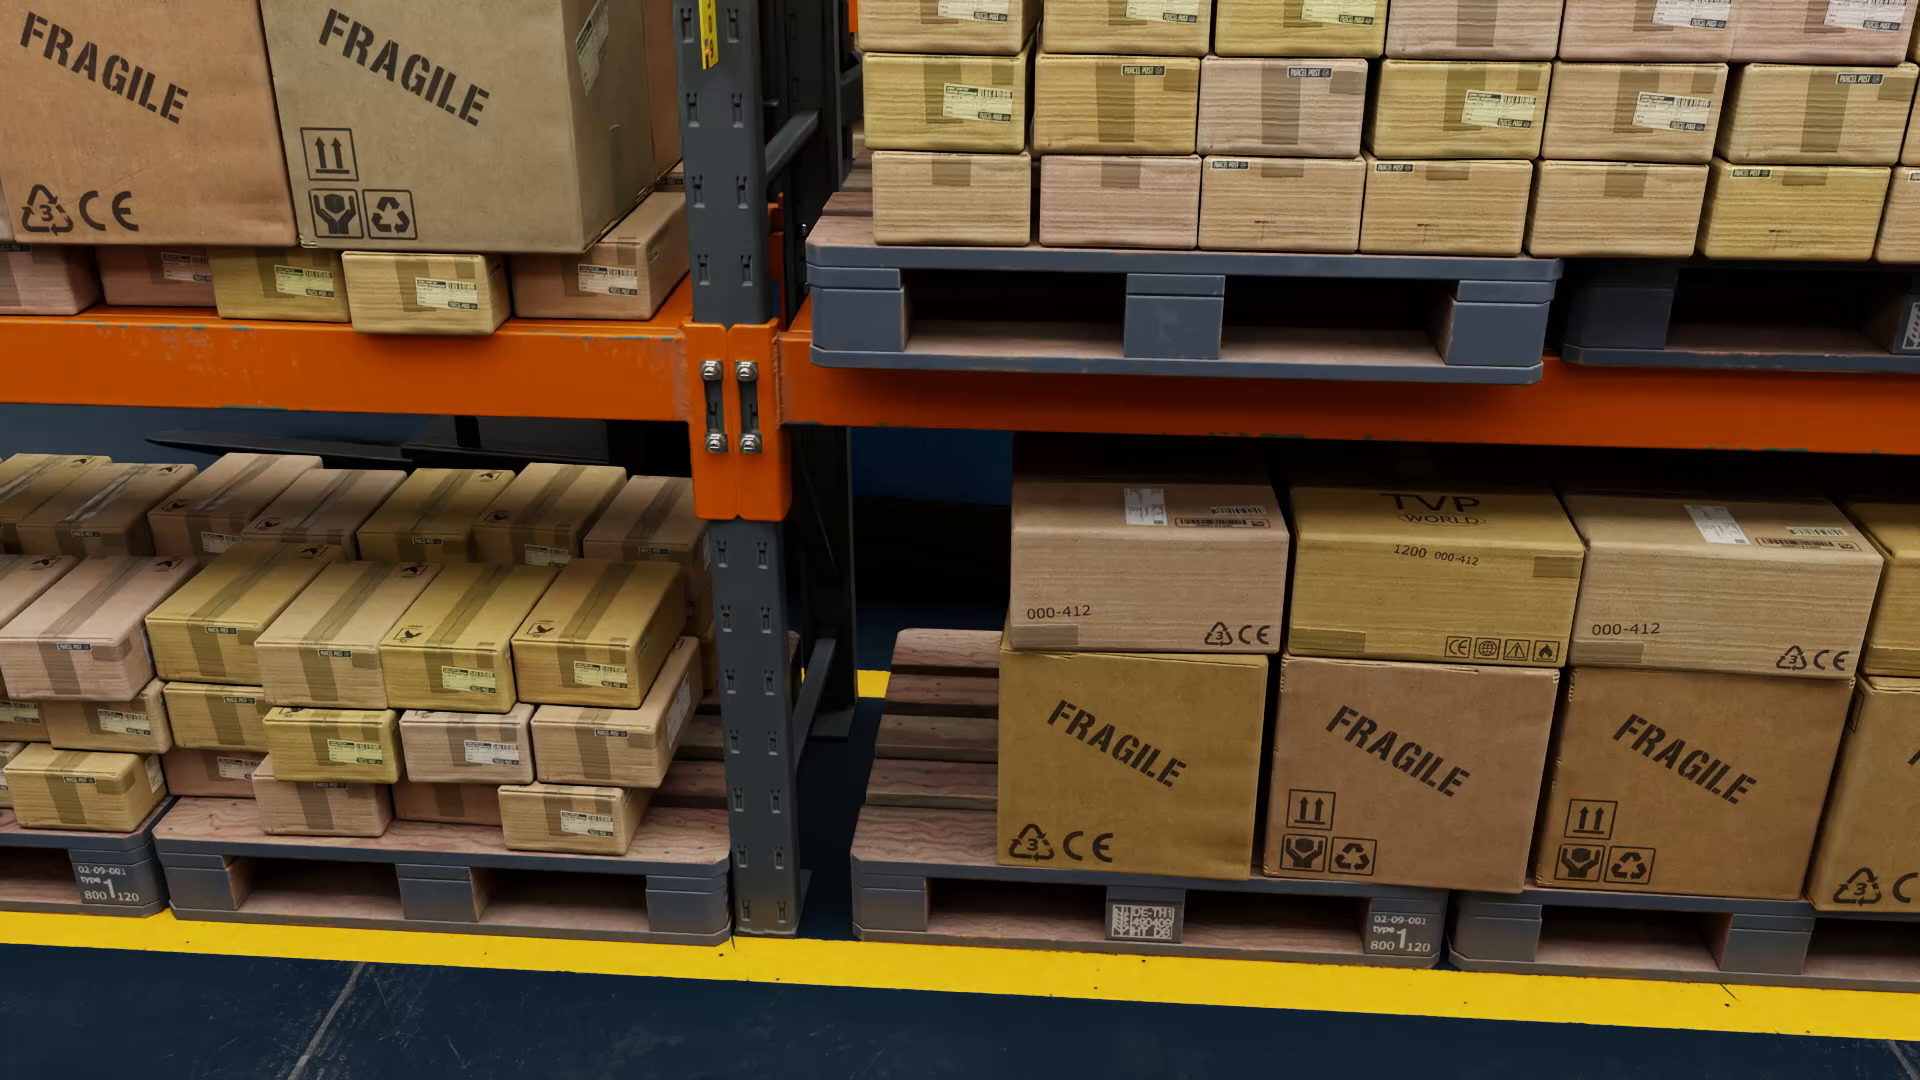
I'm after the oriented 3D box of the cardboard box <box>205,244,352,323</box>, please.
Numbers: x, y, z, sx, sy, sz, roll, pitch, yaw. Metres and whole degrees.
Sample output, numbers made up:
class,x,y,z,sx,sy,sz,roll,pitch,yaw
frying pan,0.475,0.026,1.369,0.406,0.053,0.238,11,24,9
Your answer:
class,x,y,z,sx,sy,sz,roll,pitch,yaw
cardboard box,-1.196,-0.538,3.131,0.250,0.149,0.380,3,25,6

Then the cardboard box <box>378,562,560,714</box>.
class,x,y,z,sx,sy,sz,roll,pitch,yaw
cardboard box,-0.998,0.195,3.434,0.250,0.149,0.380,2,25,5

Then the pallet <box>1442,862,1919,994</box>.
class,x,y,z,sx,sy,sz,roll,pitch,yaw
pallet,1.630,0.585,3.727,1.213,0.211,1.003,2,25,4

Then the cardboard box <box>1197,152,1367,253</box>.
class,x,y,z,sx,sy,sz,roll,pitch,yaw
cardboard box,0.517,-0.601,2.765,0.250,0.149,0.380,2,25,4

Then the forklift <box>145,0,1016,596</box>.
class,x,y,z,sx,sy,sz,roll,pitch,yaw
forklift,-1.117,-1.468,4.933,3.031,2.935,1.130,5,25,11

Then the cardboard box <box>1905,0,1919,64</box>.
class,x,y,z,sx,sy,sz,roll,pitch,yaw
cardboard box,1.550,-0.839,2.571,0.250,0.149,0.380,3,25,6

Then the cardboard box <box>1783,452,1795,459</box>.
class,x,y,z,sx,sy,sz,roll,pitch,yaw
cardboard box,1.955,-0.173,3.627,0.500,0.250,0.500,2,25,4

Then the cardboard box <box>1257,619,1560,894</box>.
class,x,y,z,sx,sy,sz,roll,pitch,yaw
cardboard box,0.878,0.351,3.387,0.500,0.500,0.500,3,25,6

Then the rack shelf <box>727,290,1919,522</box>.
class,x,y,z,sx,sy,sz,roll,pitch,yaw
rack shelf,1.628,-0.354,3.290,4.000,0.370,1.077,2,25,4

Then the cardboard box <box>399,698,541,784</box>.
class,x,y,z,sx,sy,sz,roll,pitch,yaw
cardboard box,-0.975,0.344,3.467,0.250,0.149,0.380,1,25,1

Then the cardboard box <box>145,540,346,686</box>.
class,x,y,z,sx,sy,sz,roll,pitch,yaw
cardboard box,-1.500,0.149,3.533,0.250,0.149,0.380,3,25,6

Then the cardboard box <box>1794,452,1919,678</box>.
class,x,y,z,sx,sy,sz,roll,pitch,yaw
cardboard box,1.910,0.041,3.164,0.500,0.250,0.500,2,25,5

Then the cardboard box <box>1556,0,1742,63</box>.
class,x,y,z,sx,sy,sz,roll,pitch,yaw
cardboard box,1.029,-0.854,2.605,0.250,0.149,0.380,2,25,4

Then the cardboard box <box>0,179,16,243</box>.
class,x,y,z,sx,sy,sz,roll,pitch,yaw
cardboard box,-1.883,-0.856,3.047,0.500,0.500,0.500,2,25,4

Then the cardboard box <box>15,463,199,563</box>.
class,x,y,z,sx,sy,sz,roll,pitch,yaw
cardboard box,-2.007,-0.044,3.954,0.250,0.149,0.380,1,25,2

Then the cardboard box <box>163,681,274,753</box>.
class,x,y,z,sx,sy,sz,roll,pitch,yaw
cardboard box,-1.486,0.294,3.576,0.250,0.149,0.380,2,25,4

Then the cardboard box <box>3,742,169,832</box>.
class,x,y,z,sx,sy,sz,roll,pitch,yaw
cardboard box,-1.815,0.456,3.578,0.250,0.149,0.380,2,25,4

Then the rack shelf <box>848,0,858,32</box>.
class,x,y,z,sx,sy,sz,roll,pitch,yaw
rack shelf,-2.082,-2.548,8.059,4.000,0.370,1.077,2,25,4

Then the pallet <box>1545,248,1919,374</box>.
class,x,y,z,sx,sy,sz,roll,pitch,yaw
pallet,1.645,-0.575,3.142,1.213,0.211,1.003,2,25,4

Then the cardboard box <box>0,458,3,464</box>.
class,x,y,z,sx,sy,sz,roll,pitch,yaw
cardboard box,-2.513,-0.065,3.999,0.250,0.149,0.380,1,25,2

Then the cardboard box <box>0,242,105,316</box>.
class,x,y,z,sx,sy,sz,roll,pitch,yaw
cardboard box,-1.724,-0.553,3.163,0.250,0.149,0.380,1,25,2

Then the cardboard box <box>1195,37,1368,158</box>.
class,x,y,z,sx,sy,sz,roll,pitch,yaw
cardboard box,0.507,-0.736,2.704,0.250,0.149,0.380,2,25,5

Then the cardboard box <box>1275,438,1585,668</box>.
class,x,y,z,sx,sy,sz,roll,pitch,yaw
cardboard box,0.882,0.010,3.232,0.500,0.250,0.500,3,25,5

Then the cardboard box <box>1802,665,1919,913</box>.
class,x,y,z,sx,sy,sz,roll,pitch,yaw
cardboard box,1.900,0.388,3.306,0.500,0.500,0.500,1,25,2

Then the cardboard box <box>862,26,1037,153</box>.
class,x,y,z,sx,sy,sz,roll,pitch,yaw
cardboard box,-0.008,-0.752,2.738,0.250,0.149,0.380,2,25,5

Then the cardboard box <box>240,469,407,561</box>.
class,x,y,z,sx,sy,sz,roll,pitch,yaw
cardboard box,-1.481,-0.028,3.918,0.250,0.149,0.380,1,25,3

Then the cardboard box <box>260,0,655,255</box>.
class,x,y,z,sx,sy,sz,roll,pitch,yaw
cardboard box,-0.870,-0.823,2.974,0.500,0.500,0.500,2,25,4

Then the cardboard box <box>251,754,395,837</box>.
class,x,y,z,sx,sy,sz,roll,pitch,yaw
cardboard box,-1.304,0.465,3.560,0.250,0.149,0.380,1,25,2

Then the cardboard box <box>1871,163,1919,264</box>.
class,x,y,z,sx,sy,sz,roll,pitch,yaw
cardboard box,1.545,-0.568,2.694,0.250,0.149,0.380,1,25,2

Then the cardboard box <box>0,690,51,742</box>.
class,x,y,z,sx,sy,sz,roll,pitch,yaw
cardboard box,-2.007,0.277,3.613,0.250,0.149,0.380,1,25,1

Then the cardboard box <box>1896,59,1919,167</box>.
class,x,y,z,sx,sy,sz,roll,pitch,yaw
cardboard box,1.551,-0.703,2.631,0.250,0.149,0.380,1,25,3

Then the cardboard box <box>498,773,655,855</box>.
class,x,y,z,sx,sy,sz,roll,pitch,yaw
cardboard box,-0.783,0.489,3.506,0.250,0.149,0.380,2,25,5

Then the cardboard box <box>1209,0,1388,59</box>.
class,x,y,z,sx,sy,sz,roll,pitch,yaw
cardboard box,0.525,-0.871,2.641,0.250,0.149,0.380,2,25,4

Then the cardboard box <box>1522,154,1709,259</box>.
class,x,y,z,sx,sy,sz,roll,pitch,yaw
cardboard box,1.021,-0.584,2.729,0.250,0.149,0.380,1,25,2

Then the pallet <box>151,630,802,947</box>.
class,x,y,z,sx,sy,sz,roll,pitch,yaw
pallet,-1.038,0.516,3.877,1.213,0.211,1.003,2,25,4

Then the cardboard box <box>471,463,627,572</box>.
class,x,y,z,sx,sy,sz,roll,pitch,yaw
cardboard box,-0.964,-0.041,3.947,0.250,0.149,0.380,3,25,7

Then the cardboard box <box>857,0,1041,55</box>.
class,x,y,z,sx,sy,sz,roll,pitch,yaw
cardboard box,-0.008,-0.887,2.676,0.250,0.149,0.380,3,25,7

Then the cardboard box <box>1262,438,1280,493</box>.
class,x,y,z,sx,sy,sz,roll,pitch,yaw
cardboard box,0.907,-0.200,3.687,0.500,0.250,0.500,3,25,6

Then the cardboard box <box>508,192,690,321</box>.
class,x,y,z,sx,sy,sz,roll,pitch,yaw
cardboard box,-0.669,-0.542,3.140,0.250,0.149,0.380,2,25,3

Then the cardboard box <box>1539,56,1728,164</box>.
class,x,y,z,sx,sy,sz,roll,pitch,yaw
cardboard box,1.036,-0.720,2.670,0.250,0.149,0.380,3,25,6

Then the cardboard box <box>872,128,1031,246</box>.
class,x,y,z,sx,sy,sz,roll,pitch,yaw
cardboard box,-0.008,-0.617,2.800,0.250,0.149,0.380,1,25,1

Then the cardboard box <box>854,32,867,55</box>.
class,x,y,z,sx,sy,sz,roll,pitch,yaw
cardboard box,-0.646,-3.735,12.547,0.258,0.266,0.396,3,25,6

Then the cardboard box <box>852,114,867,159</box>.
class,x,y,z,sx,sy,sz,roll,pitch,yaw
cardboard box,-0.706,-1.902,8.359,0.875,0.438,0.875,1,25,3

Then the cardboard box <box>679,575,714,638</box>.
class,x,y,z,sx,sy,sz,roll,pitch,yaw
cardboard box,-0.703,0.080,4.040,0.250,0.149,0.380,3,25,6

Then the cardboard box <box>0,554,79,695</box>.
class,x,y,z,sx,sy,sz,roll,pitch,yaw
cardboard box,-2.047,0.176,3.476,0.250,0.149,0.380,1,25,2
